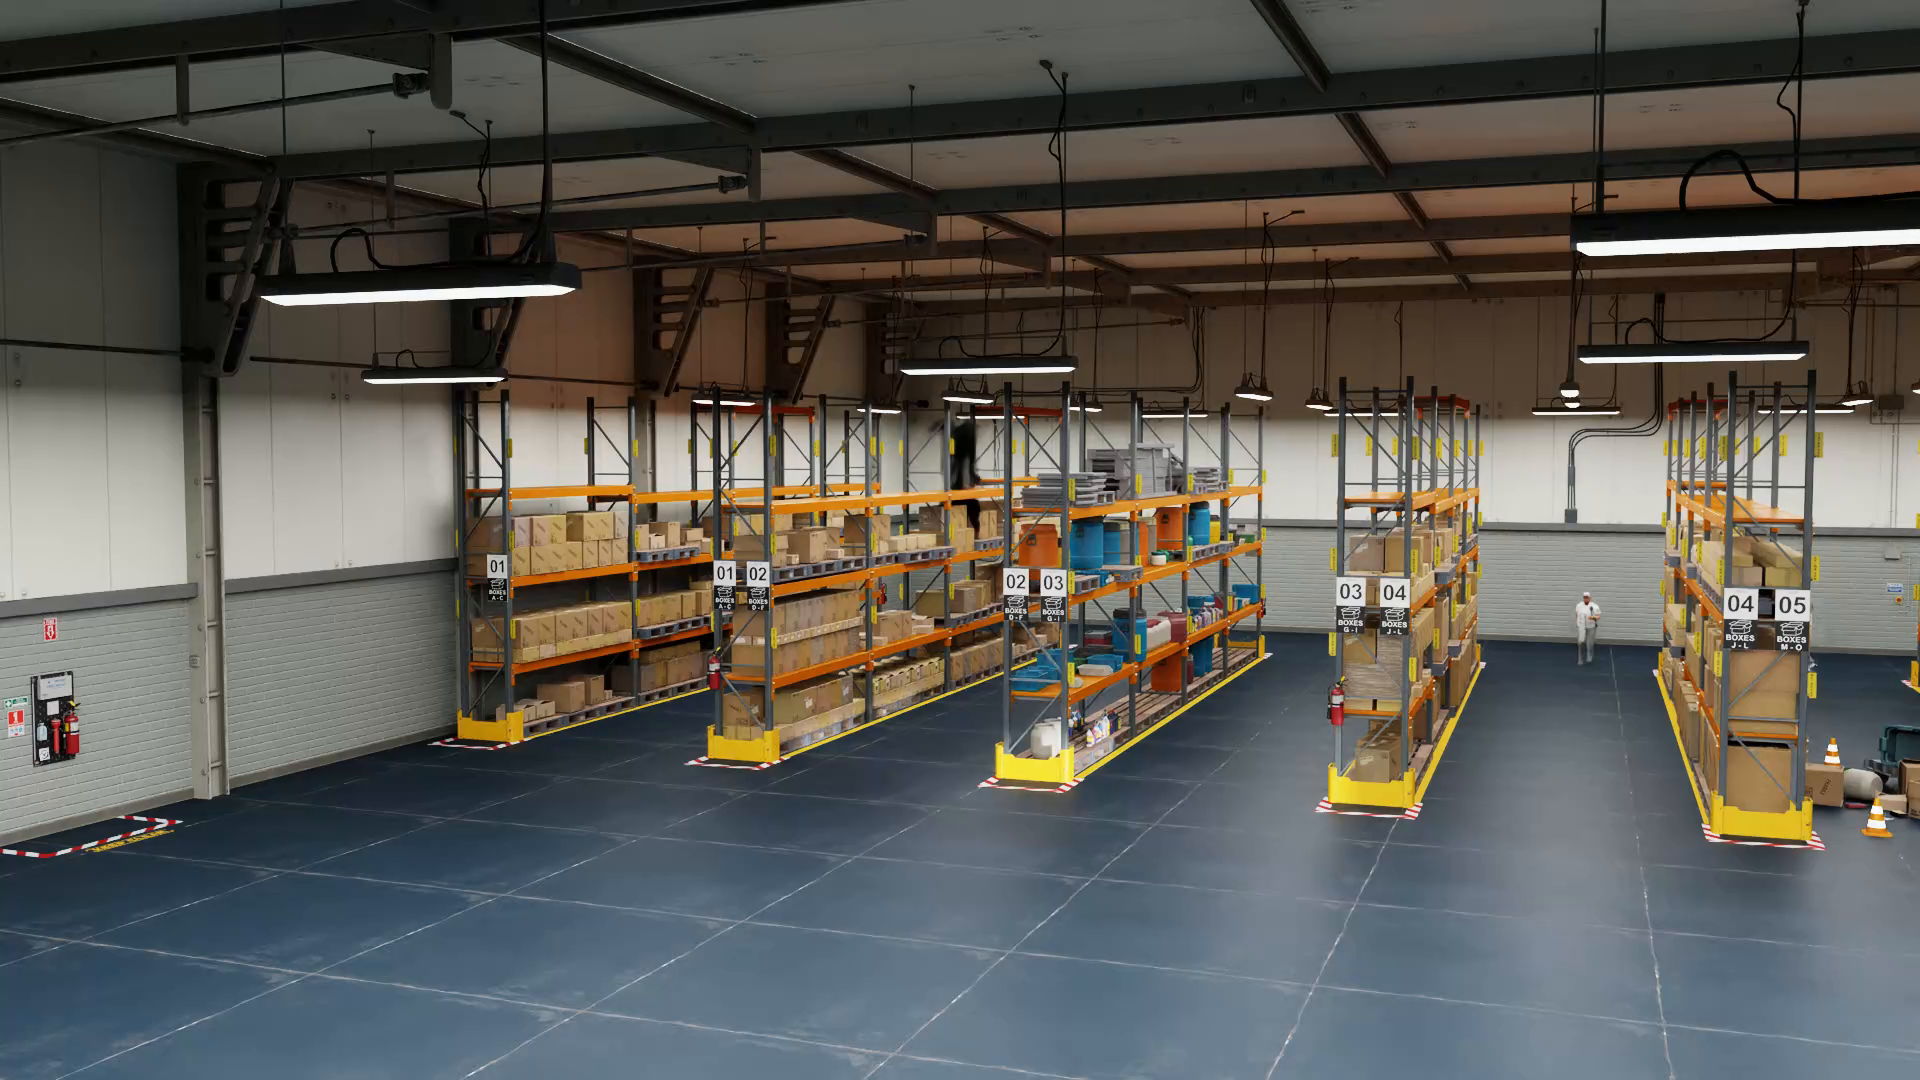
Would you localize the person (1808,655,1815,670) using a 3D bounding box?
[{"bbox_3d":[18.564,2.142,37.005,0.872,1.599,0.529,0,3,7],"label":"person"}]

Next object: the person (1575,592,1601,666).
[{"bbox_3d":[14.534,2.064,38.506,0.587,1.718,0.726,2,4,26],"label":"person"}]
